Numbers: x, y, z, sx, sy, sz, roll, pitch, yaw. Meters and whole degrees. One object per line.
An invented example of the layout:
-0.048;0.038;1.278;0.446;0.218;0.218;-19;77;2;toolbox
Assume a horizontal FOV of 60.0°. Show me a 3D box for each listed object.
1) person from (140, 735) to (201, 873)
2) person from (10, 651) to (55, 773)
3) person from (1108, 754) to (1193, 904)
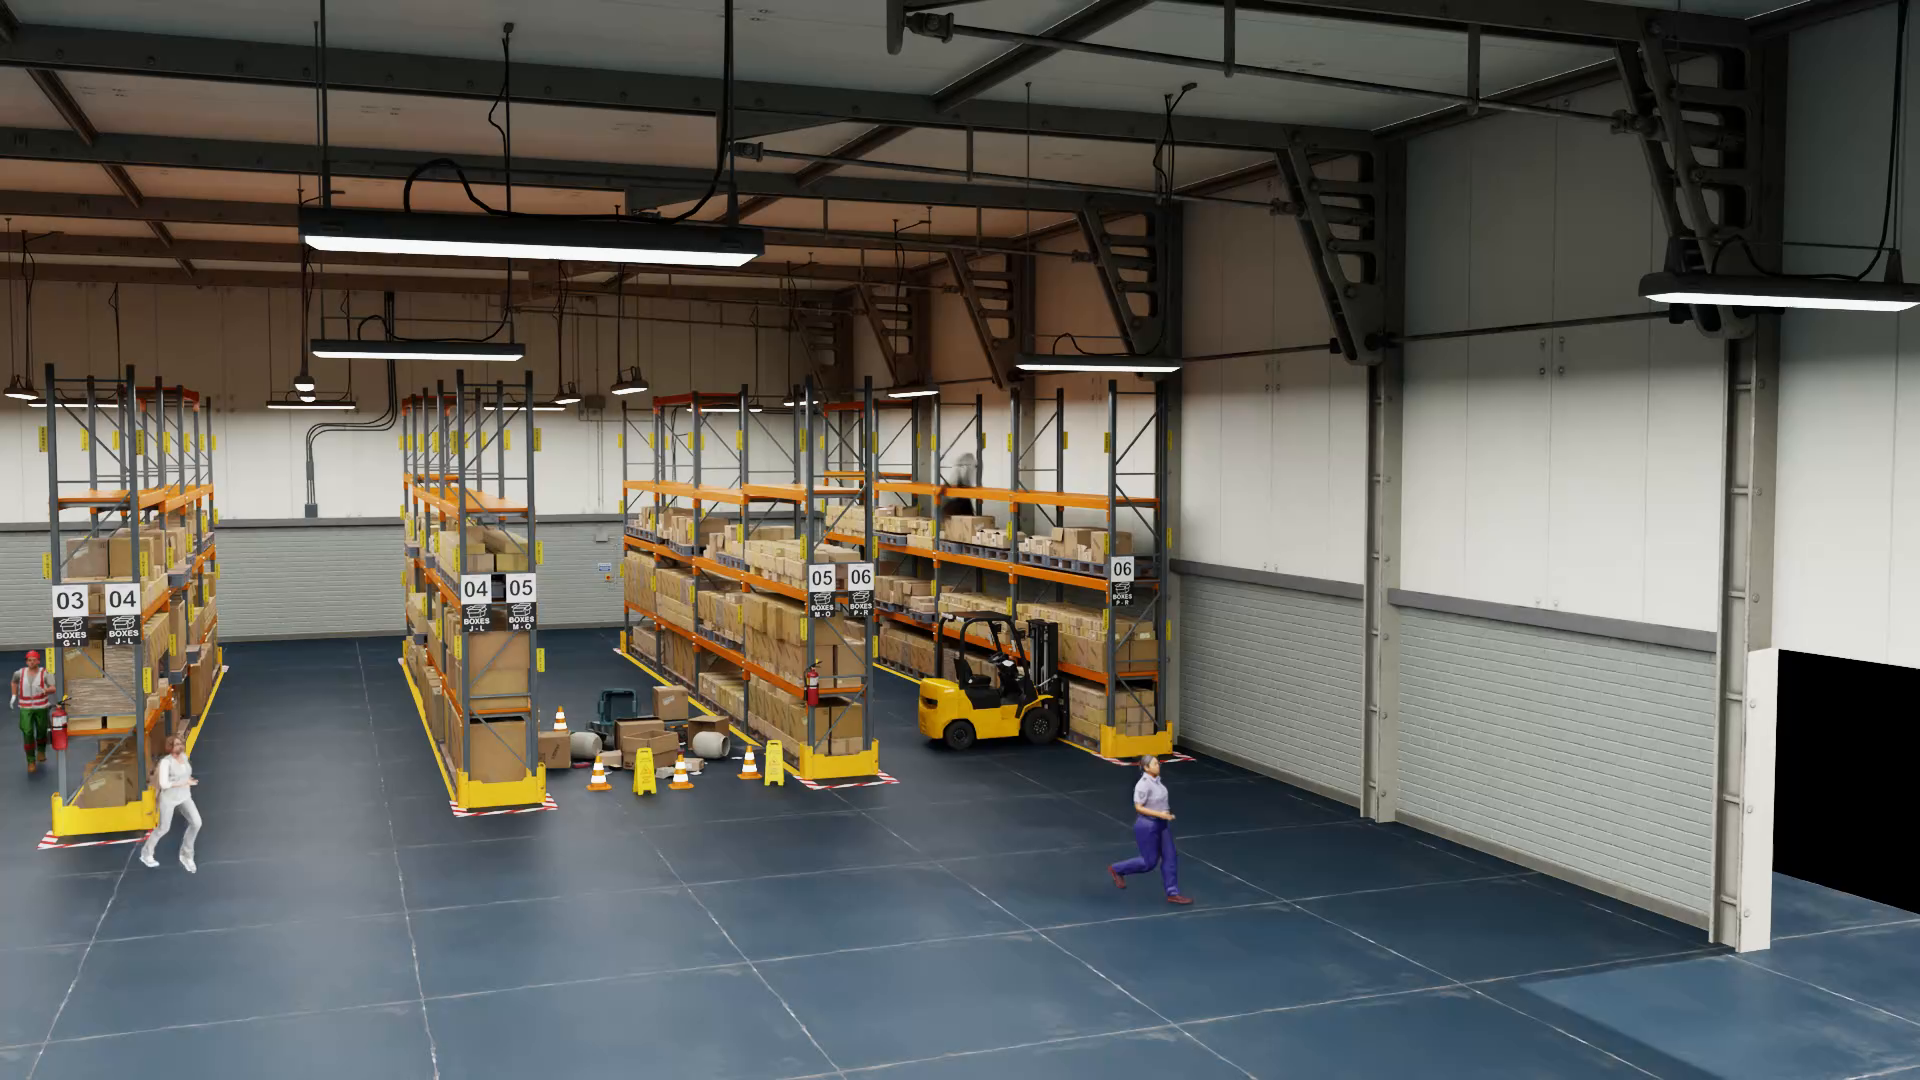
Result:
-9.164;3.069;19.395;0.831;1.619;0.548;1;4;23;person
-14.185;2.591;25.484;0.654;1.814;0.938;-2;4;-26;person
2.094;3.138;18.111;0.932;1.602;0.621;2;4;27;person
